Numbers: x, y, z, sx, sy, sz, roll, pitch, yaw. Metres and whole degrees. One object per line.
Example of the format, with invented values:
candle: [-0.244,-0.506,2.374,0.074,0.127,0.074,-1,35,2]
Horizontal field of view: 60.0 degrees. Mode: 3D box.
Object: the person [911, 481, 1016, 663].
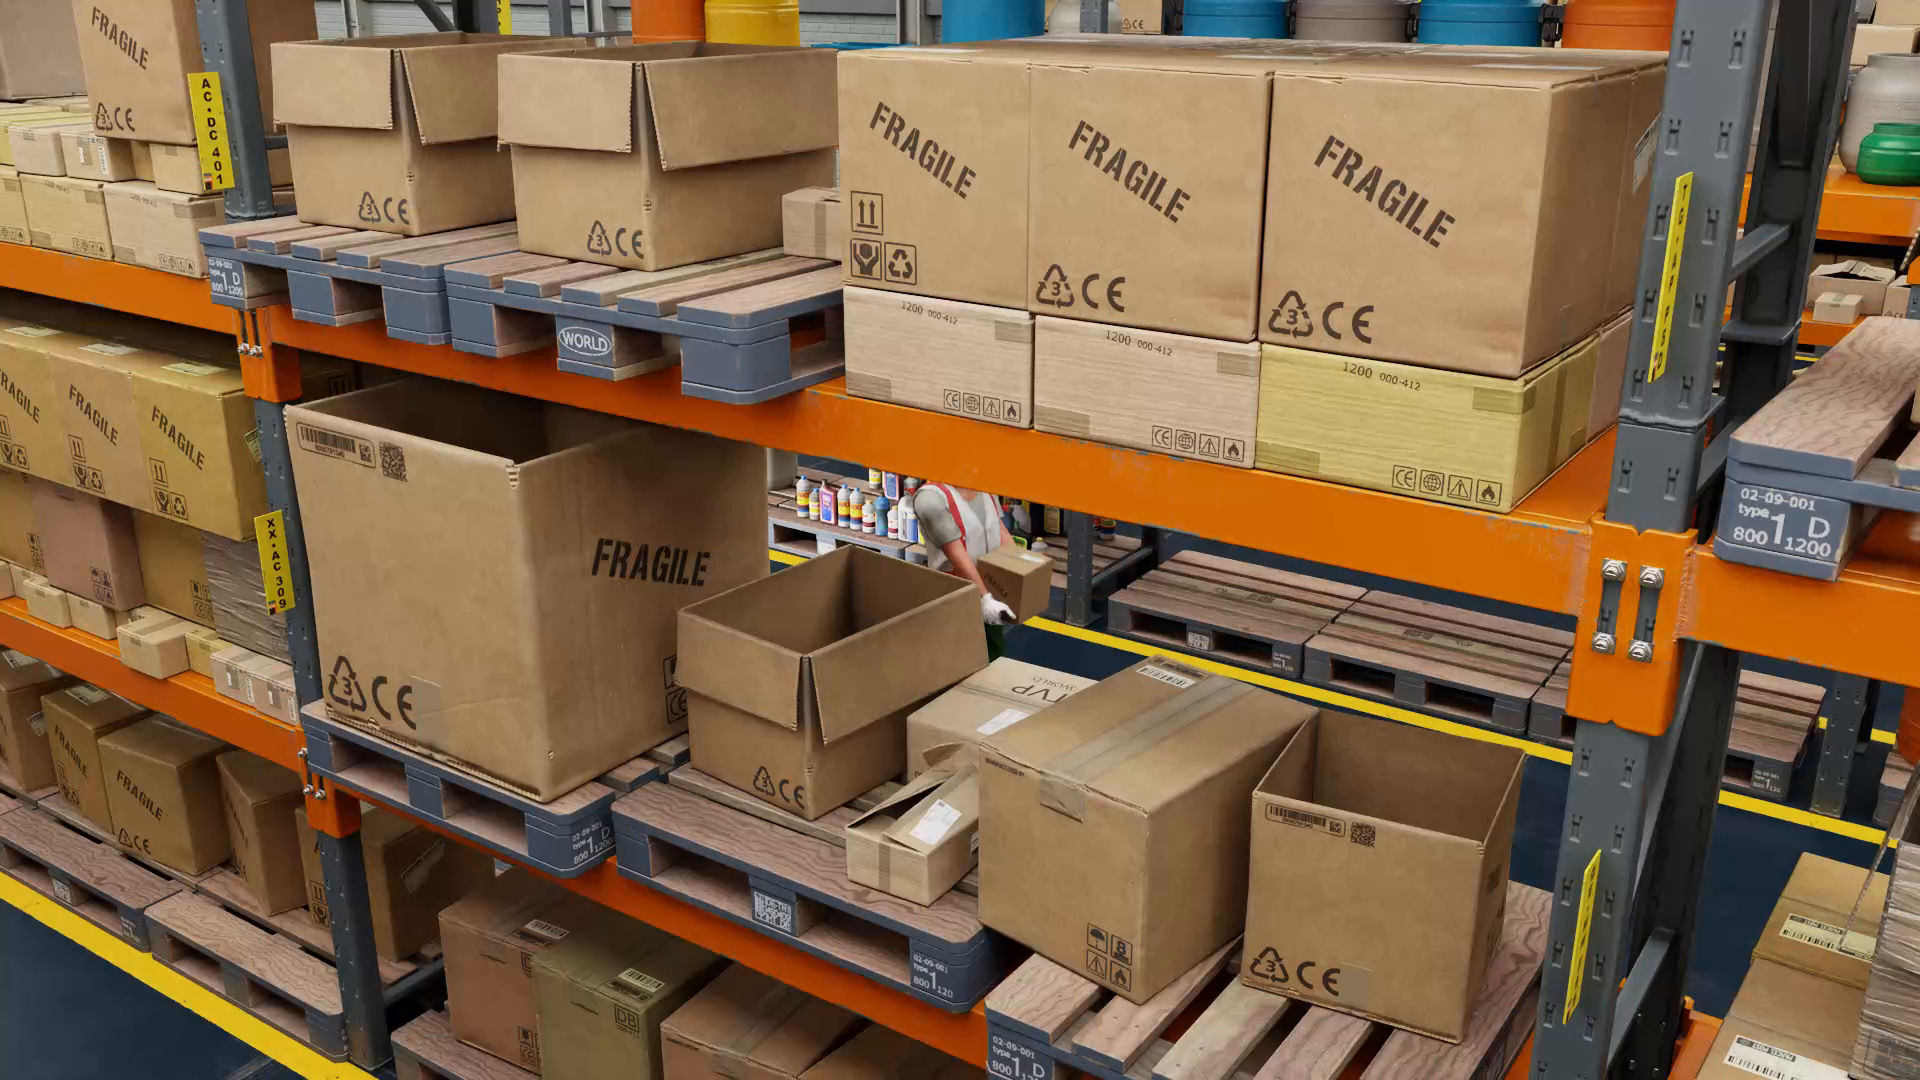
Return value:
person: [0.098,0.318,7.653,0.564,1.782,0.493,13,23,32]
